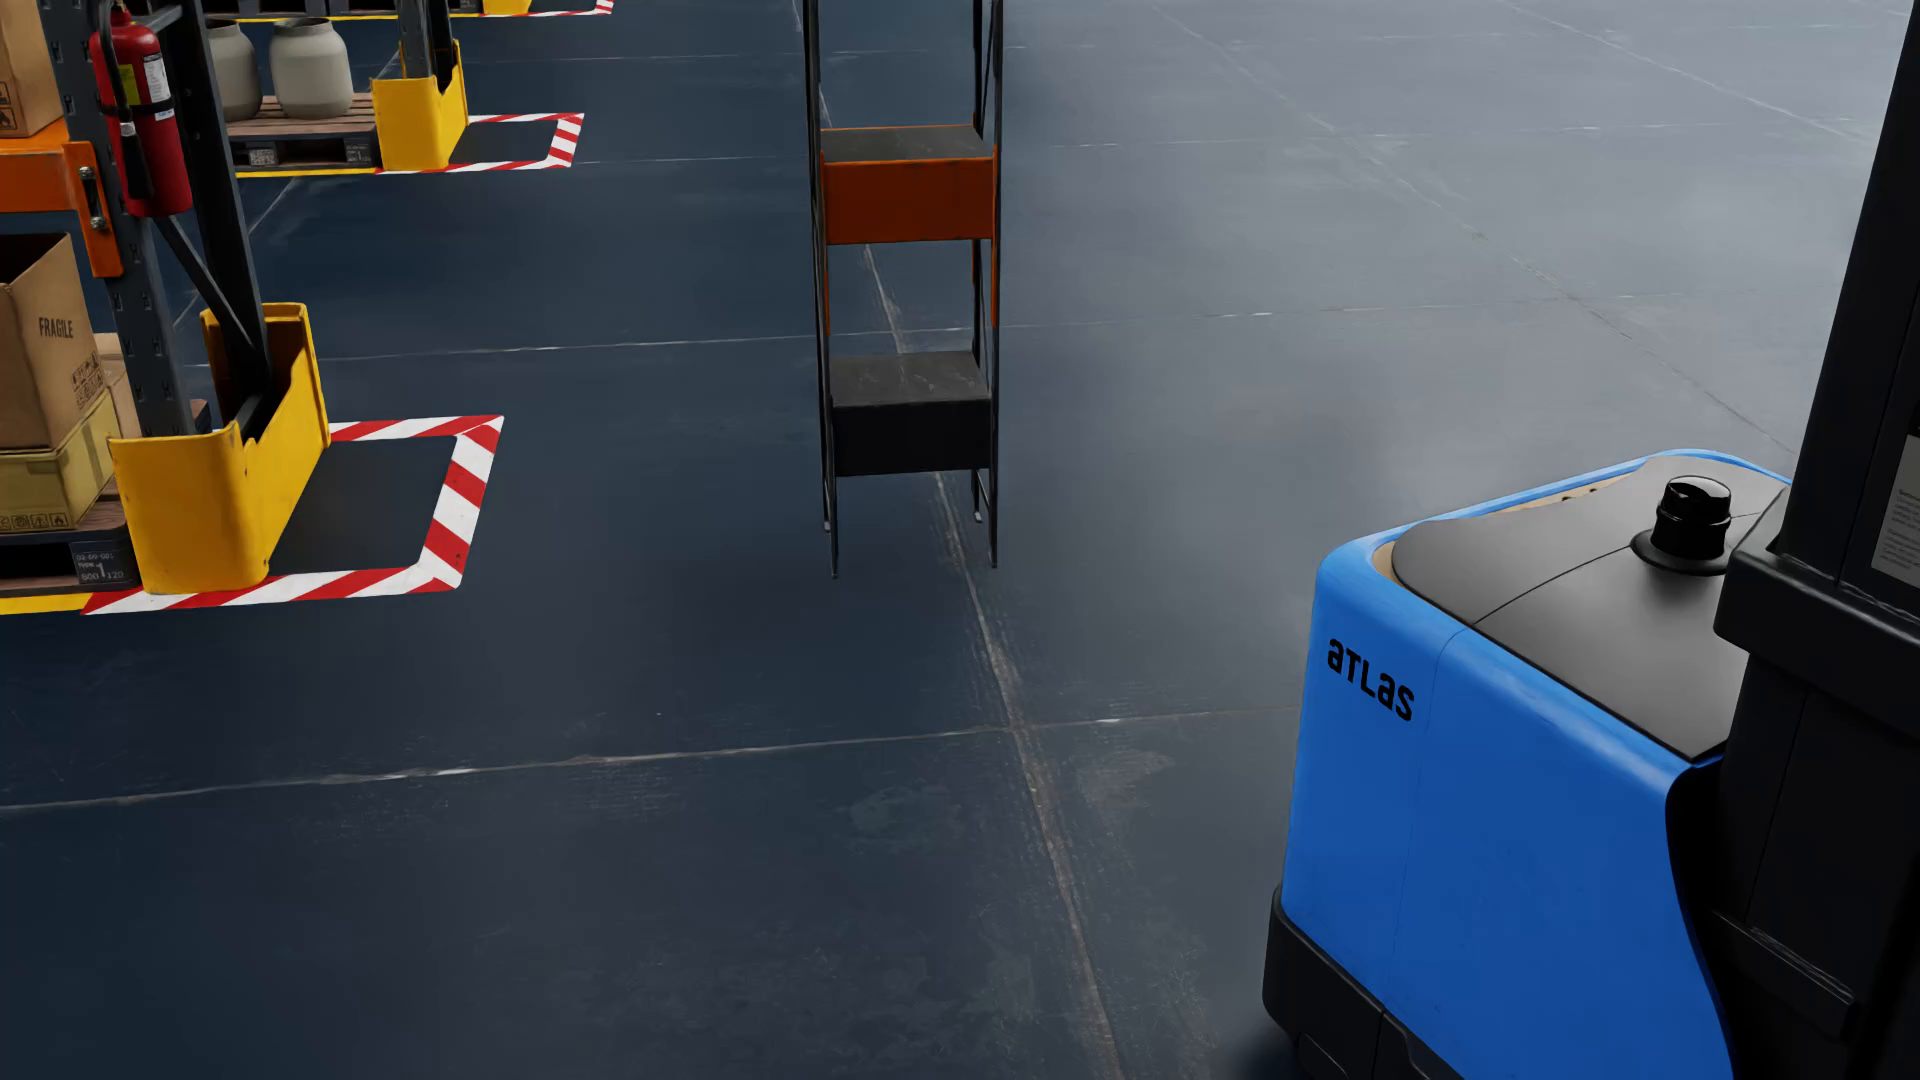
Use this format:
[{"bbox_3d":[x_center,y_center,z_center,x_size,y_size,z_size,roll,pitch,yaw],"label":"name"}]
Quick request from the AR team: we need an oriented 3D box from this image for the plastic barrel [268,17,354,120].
[{"bbox_3d":[-3.695,-2.683,9.459,0.421,0.512,0.421,0,27,0],"label":"plastic barrel"}]

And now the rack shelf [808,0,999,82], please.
[{"bbox_3d":[-0.164,-1.534,4.437,0.480,0.518,0.431,-4,27,-7],"label":"rack shelf"}]

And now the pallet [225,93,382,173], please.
[{"bbox_3d":[-3.928,-2.364,9.625,1.213,0.211,1.003,-4,27,-7],"label":"pallet"}]

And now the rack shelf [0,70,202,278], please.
[{"bbox_3d":[-4.348,-0.993,4.687,4.000,0.370,1.077,-4,27,-7],"label":"rack shelf"}]

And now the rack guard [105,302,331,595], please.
[{"bbox_3d":[-2.344,-0.329,5.344,0.348,0.500,1.175,-4,27,-7],"label":"rack guard"}]

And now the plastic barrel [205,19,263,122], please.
[{"bbox_3d":[-4.191,-2.651,9.396,0.421,0.512,0.421,0,27,0],"label":"plastic barrel"}]

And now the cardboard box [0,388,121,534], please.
[{"bbox_3d":[-2.857,-0.236,4.976,0.500,0.250,0.500,-4,27,-7],"label":"cardboard box"}]

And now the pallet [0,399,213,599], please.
[{"bbox_3d":[-3.119,-0.132,5.276,1.213,0.211,1.003,-4,27,-7],"label":"pallet"}]

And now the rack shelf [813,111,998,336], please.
[{"bbox_3d":[-0.164,-0.912,4.756,0.480,0.518,0.431,-4,27,-7],"label":"rack shelf"}]

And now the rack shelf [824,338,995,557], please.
[{"bbox_3d":[-0.164,-0.289,5.076,0.480,0.518,0.431,-4,27,-7],"label":"rack shelf"}]

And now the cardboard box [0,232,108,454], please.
[{"bbox_3d":[-2.857,-0.569,4.803,0.500,0.500,0.500,-4,27,-7],"label":"cardboard box"}]

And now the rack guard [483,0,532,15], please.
[{"bbox_3d":[-3.819,-4.802,14.060,0.348,0.500,1.175,-4,27,-7],"label":"rack guard"}]

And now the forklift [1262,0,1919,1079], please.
[{"bbox_3d":[1.754,0.147,1.753,1.130,2.935,3.031,-14,30,-25],"label":"forklift"}]

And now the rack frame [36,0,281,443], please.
[{"bbox_3d":[-2.367,-1.440,4.771,0.127,3.000,1.000,-4,27,-7],"label":"rack frame"}]

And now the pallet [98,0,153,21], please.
[{"bbox_3d":[-7.045,-4.482,13.754,1.213,0.211,1.003,-4,27,-7],"label":"pallet"}]

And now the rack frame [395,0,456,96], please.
[{"bbox_3d":[-3.054,-3.680,9.135,0.127,3.000,1.000,-4,27,-7],"label":"rack frame"}]

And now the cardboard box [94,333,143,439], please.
[{"bbox_3d":[-2.930,-0.470,5.432,0.500,0.250,0.500,-4,27,-7],"label":"cardboard box"}]

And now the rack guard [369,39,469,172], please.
[{"bbox_3d":[-3.123,-2.541,9.655,0.348,0.500,1.175,-4,27,-7],"label":"rack guard"}]

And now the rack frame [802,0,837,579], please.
[{"bbox_3d":[-0.406,-0.908,4.720,0.015,2.100,0.400,-4,27,-7],"label":"rack frame"}]

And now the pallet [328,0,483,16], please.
[{"bbox_3d":[-4.629,-4.637,14.057,1.213,0.211,1.003,-4,27,-7],"label":"pallet"}]

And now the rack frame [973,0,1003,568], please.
[{"bbox_3d":[0.078,-0.939,4.780,0.015,2.100,0.400,-4,27,-7],"label":"rack frame"}]

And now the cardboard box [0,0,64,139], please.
[{"bbox_3d":[-2.832,-1.461,4.701,0.500,0.500,0.700,-4,27,-7],"label":"cardboard box"}]

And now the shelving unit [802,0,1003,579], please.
[{"bbox_3d":[-0.164,-0.924,4.750,0.503,2.100,0.431,-4,27,-7],"label":"shelving unit"}]

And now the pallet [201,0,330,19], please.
[{"bbox_3d":[-5.834,-4.561,13.908,1.213,0.211,1.003,-4,27,-7],"label":"pallet"}]

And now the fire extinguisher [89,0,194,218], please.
[{"bbox_3d":[-2.186,-1.203,4.394,0.183,0.674,0.296,-4,27,-7],"label":"fire extinguisher"}]
